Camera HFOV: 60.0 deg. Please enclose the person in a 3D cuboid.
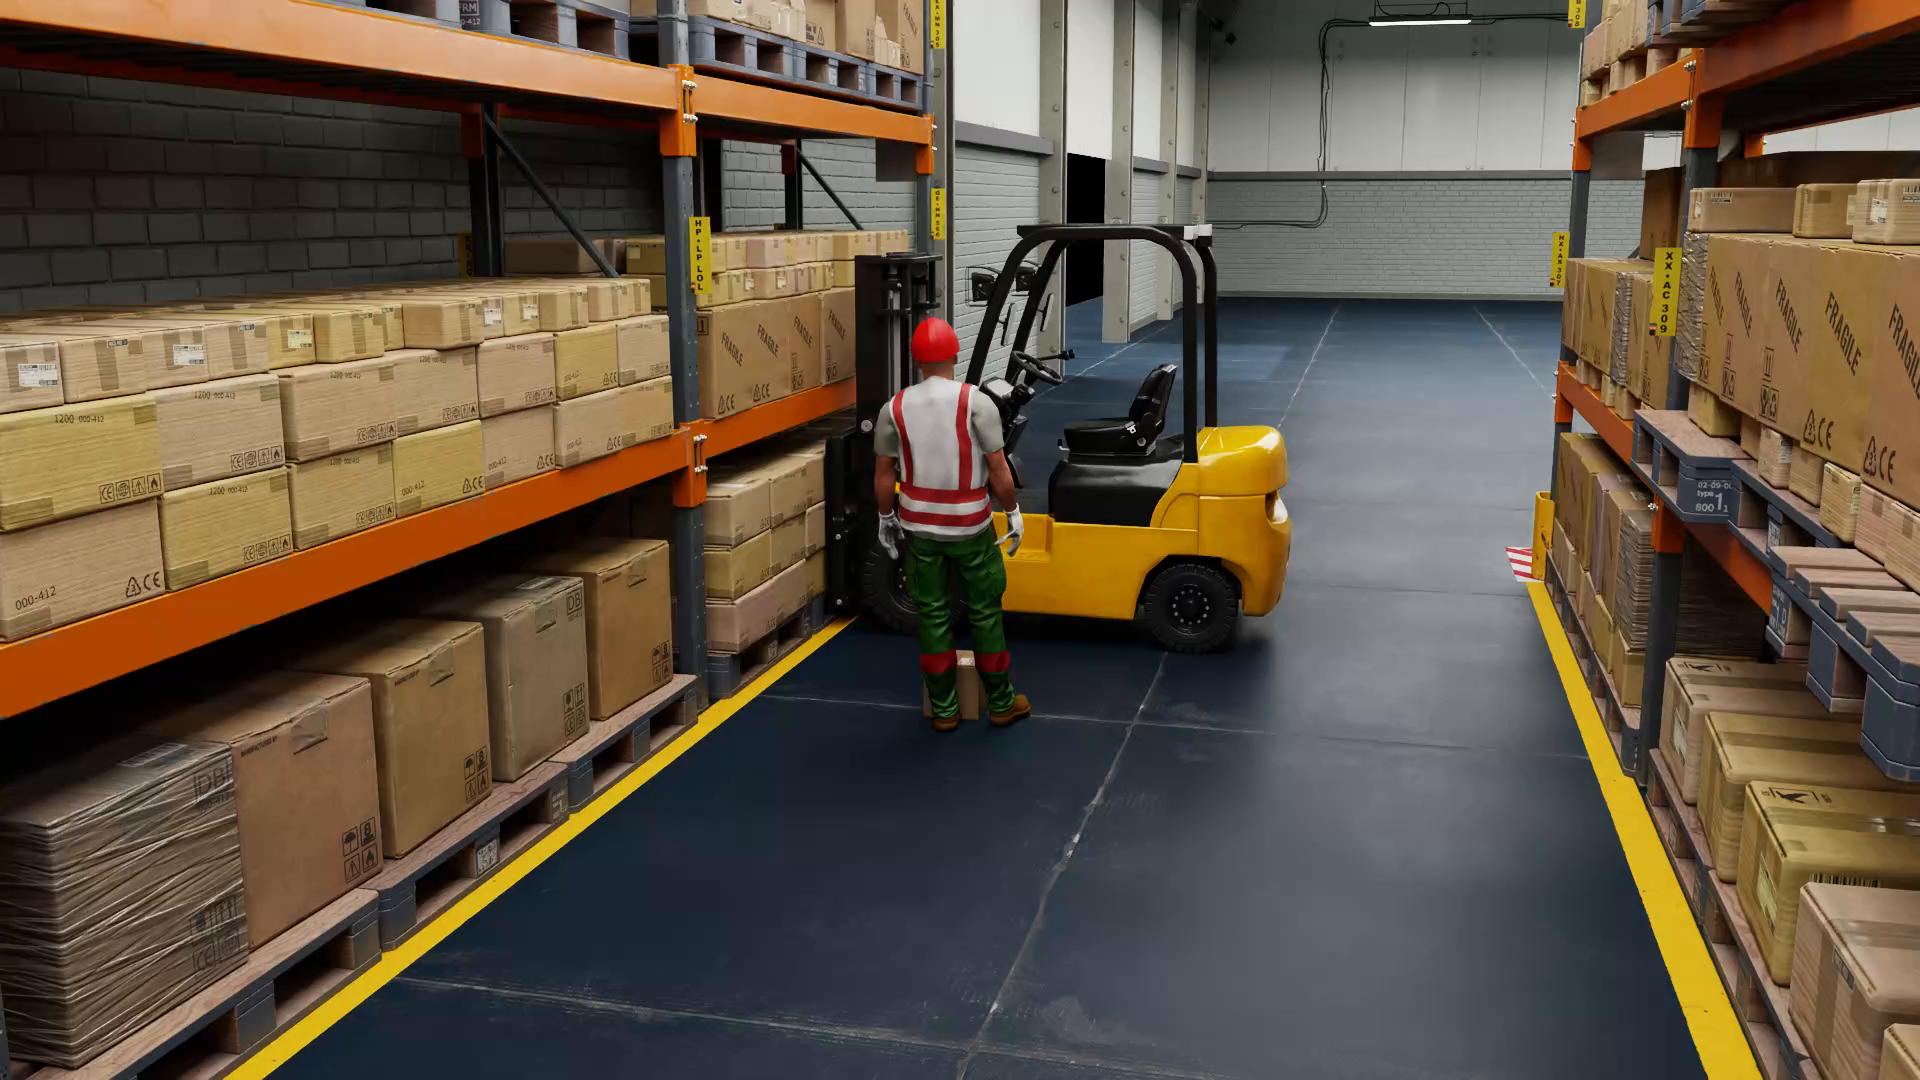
[{"bbox_3d":[-0.030,-0.071,7.192,0.638,1.791,0.561,3,12,14],"label":"person"}]
